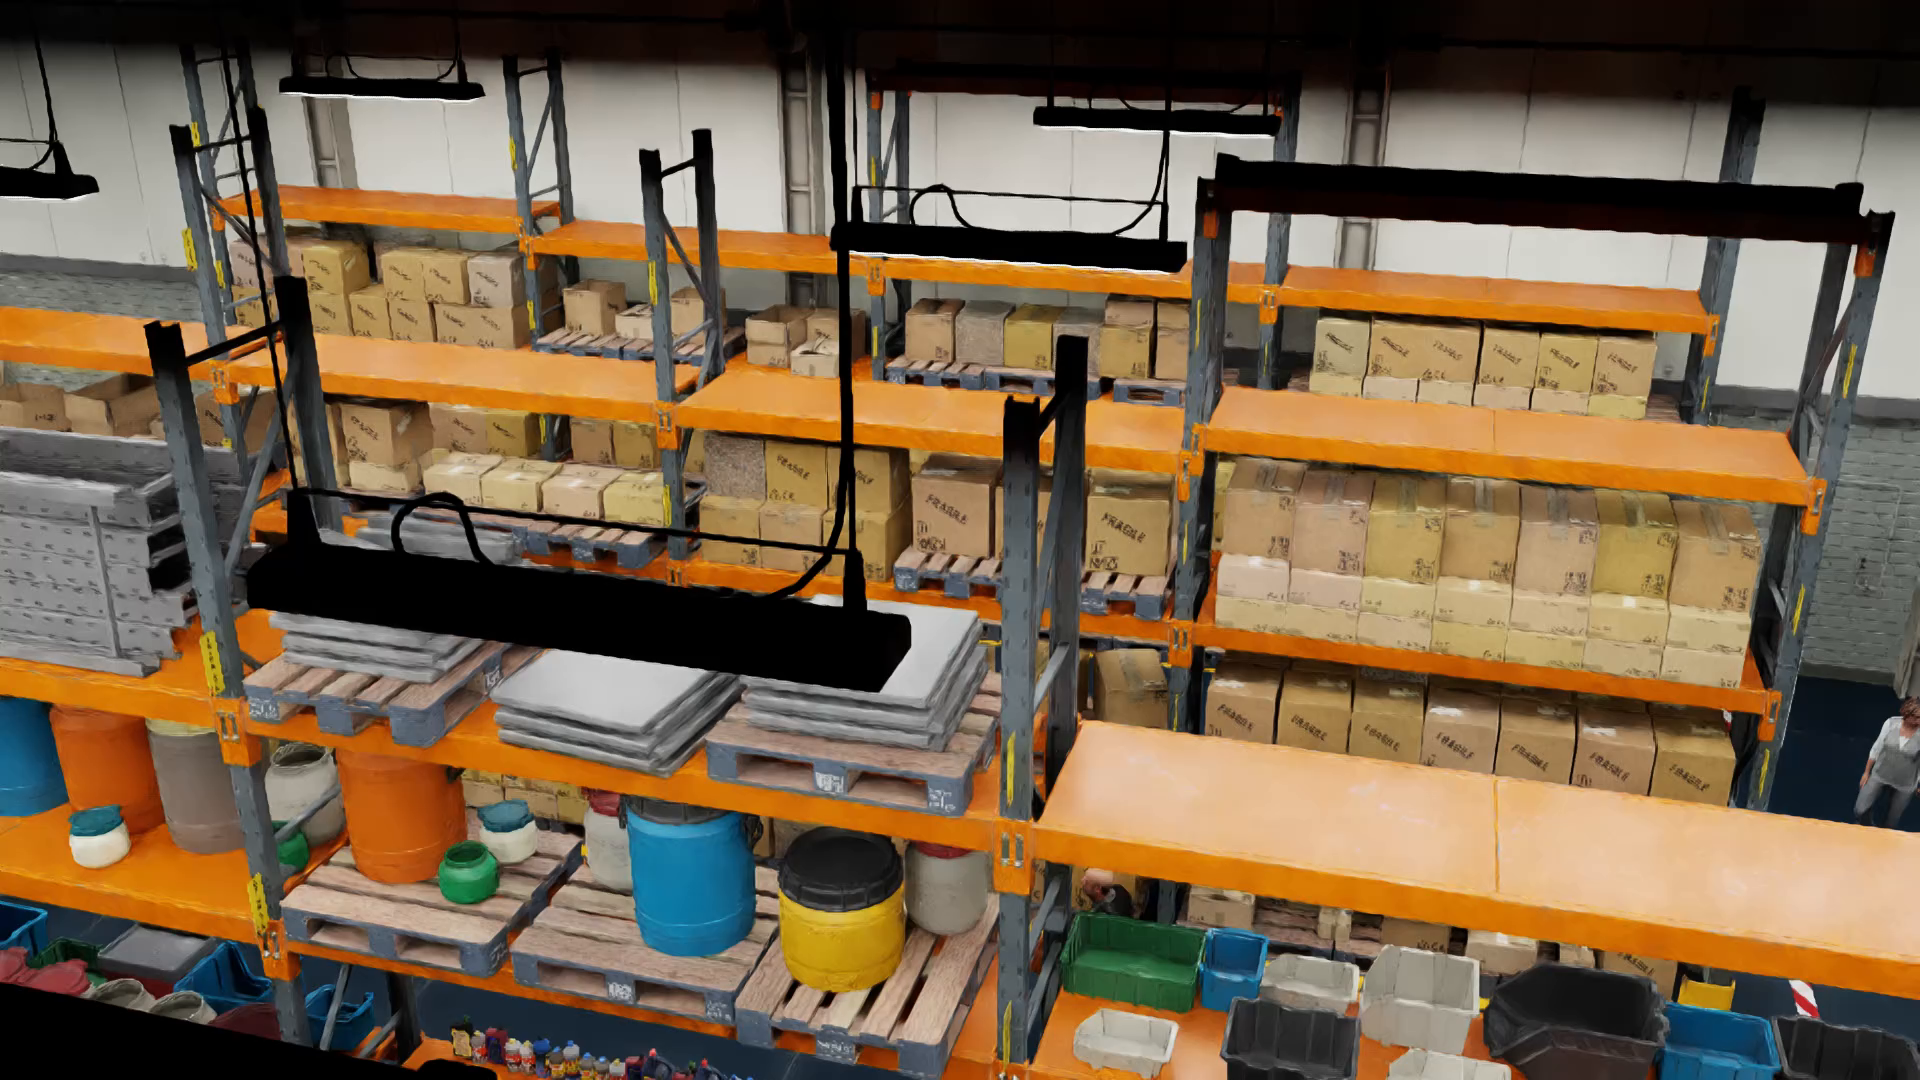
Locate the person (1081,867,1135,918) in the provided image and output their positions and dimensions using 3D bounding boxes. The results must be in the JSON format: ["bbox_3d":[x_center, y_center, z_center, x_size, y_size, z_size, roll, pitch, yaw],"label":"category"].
[{"bbox_3d":[1.075,2.975,11.454,0.534,1.674,0.677,5,23,13],"label":"person"}]

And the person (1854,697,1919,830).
[{"bbox_3d":[7.772,1.983,13.910,0.566,1.588,0.422,18,29,37],"label":"person"}]
